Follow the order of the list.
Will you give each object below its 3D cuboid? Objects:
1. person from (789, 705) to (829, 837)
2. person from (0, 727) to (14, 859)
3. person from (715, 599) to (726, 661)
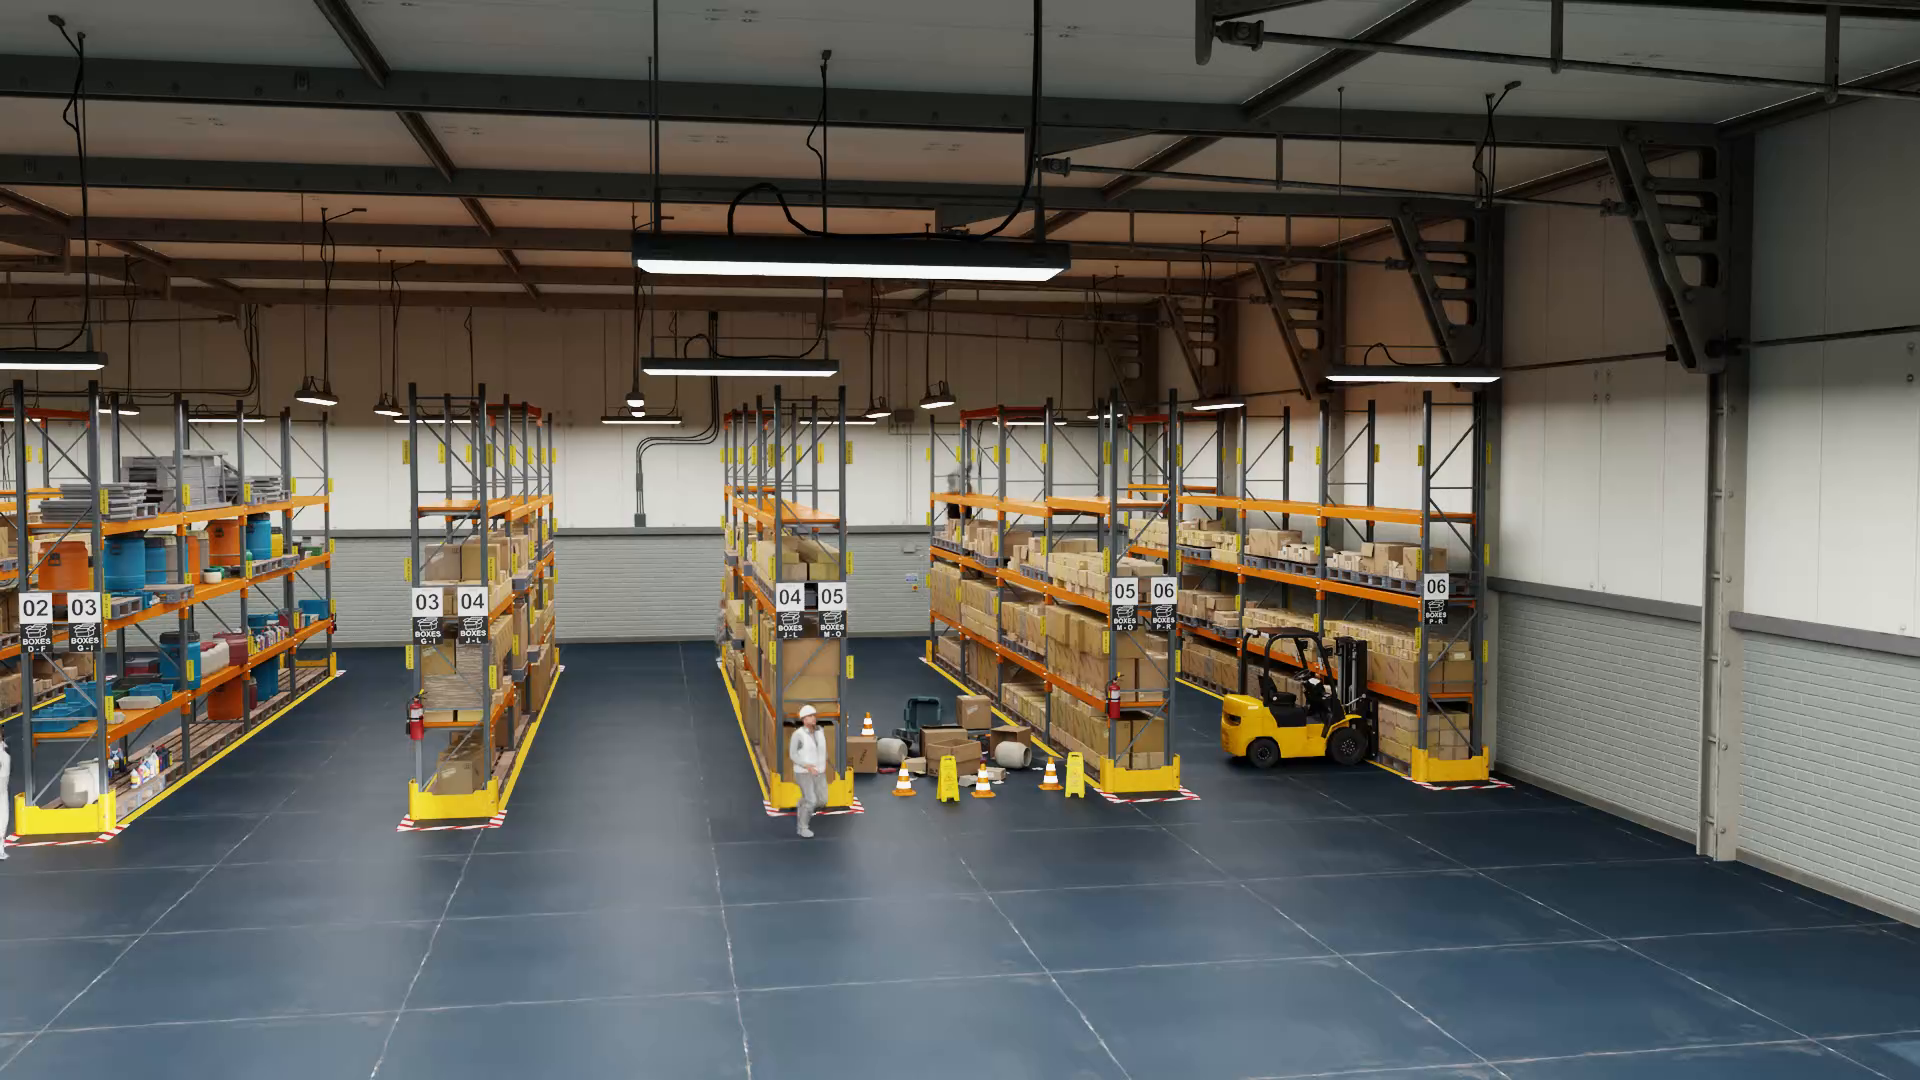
[{"bbox_3d":[-1.965,3.032,21.879,0.666,1.726,0.607,-3,4,-44],"label":"person"},{"bbox_3d":[-12.176,3.120,20.850,0.856,1.678,0.615,2,3,30],"label":"person"},{"bbox_3d":[-5.704,2.196,40.514,0.515,1.546,0.579,-1,3,-16],"label":"person"}]
